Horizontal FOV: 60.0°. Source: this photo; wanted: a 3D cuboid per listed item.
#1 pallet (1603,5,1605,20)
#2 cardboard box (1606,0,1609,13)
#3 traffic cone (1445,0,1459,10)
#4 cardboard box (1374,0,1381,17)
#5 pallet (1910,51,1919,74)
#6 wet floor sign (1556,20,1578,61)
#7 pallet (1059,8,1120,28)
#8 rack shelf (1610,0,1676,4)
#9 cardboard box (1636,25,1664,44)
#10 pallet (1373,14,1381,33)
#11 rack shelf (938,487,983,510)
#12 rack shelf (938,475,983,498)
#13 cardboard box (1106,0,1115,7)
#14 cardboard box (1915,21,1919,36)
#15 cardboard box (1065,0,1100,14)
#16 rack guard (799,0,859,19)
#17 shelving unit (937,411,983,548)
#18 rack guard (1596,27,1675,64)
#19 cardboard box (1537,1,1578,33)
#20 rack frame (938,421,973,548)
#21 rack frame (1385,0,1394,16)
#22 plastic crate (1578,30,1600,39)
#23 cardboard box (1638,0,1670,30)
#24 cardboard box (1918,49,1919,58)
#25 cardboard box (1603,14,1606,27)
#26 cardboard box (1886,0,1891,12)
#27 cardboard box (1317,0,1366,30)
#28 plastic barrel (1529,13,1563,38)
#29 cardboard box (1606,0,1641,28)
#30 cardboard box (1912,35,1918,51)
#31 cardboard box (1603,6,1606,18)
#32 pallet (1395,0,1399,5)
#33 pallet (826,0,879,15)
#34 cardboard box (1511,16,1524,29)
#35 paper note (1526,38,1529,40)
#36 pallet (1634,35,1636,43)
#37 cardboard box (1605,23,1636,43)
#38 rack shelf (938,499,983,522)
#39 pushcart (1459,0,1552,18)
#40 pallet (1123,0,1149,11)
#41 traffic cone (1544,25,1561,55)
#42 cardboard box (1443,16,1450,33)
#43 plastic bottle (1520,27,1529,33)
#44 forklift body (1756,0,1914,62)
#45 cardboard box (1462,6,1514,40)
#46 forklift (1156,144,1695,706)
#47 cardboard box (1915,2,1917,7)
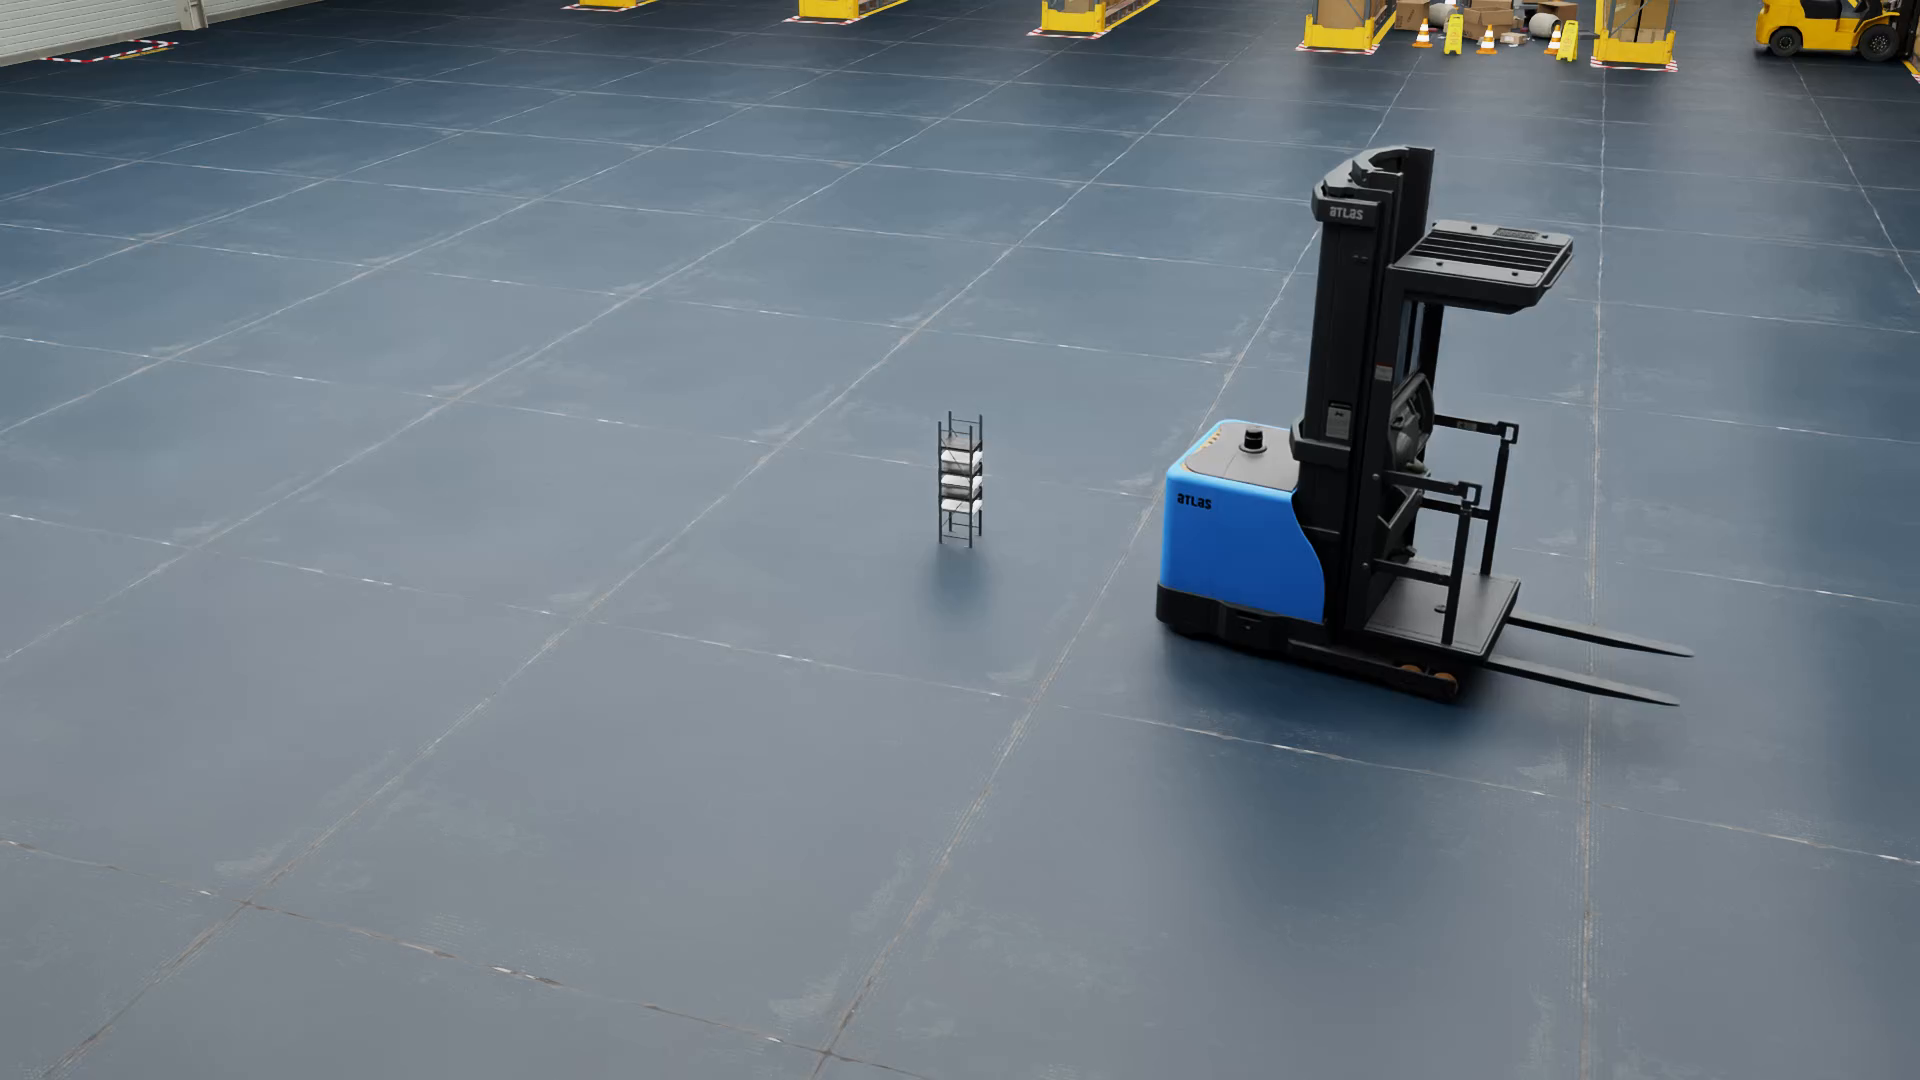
[{"bbox_3d":[13.038,-10.203,32.305,1.003,0.211,1.213,9,27,17],"label":"pallet"},{"bbox_3d":[11.814,-9.572,29.614,0.500,0.500,0.500,8,27,16],"label":"cardboard box"},{"bbox_3d":[9.949,-11.005,33.672,0.336,0.463,0.334,9,27,17],"label":"traffic cone"},{"bbox_3d":[7.507,-10.428,31.526,0.875,0.875,0.875,9,27,18],"label":"cardboard box"},{"bbox_3d":[16.346,-7.842,27.427,1.003,0.211,1.213,9,27,17],"label":"pallet"},{"bbox_3d":[10.377,-8.512,28.314,0.267,0.644,0.232,20,32,35],"label":"wet floor sign"},{"bbox_3d":[2.433,-10.037,31.961,1.003,0.211,1.213,9,27,17],"label":"pallet"},{"bbox_3d":[12.114,-9.993,29.496,1.077,0.370,4.000,9,27,17],"label":"rack shelf"},{"bbox_3d":[11.978,-8.737,28.751,0.500,0.250,0.500,9,27,17],"label":"cardboard box"},{"bbox_3d":[7.347,-9.755,31.380,1.003,0.211,1.213,9,27,17],"label":"pallet"},{"bbox_3d":[0.003,-0.297,11.338,0.258,0.077,0.200,9,27,17],"label":"rack shelf"},{"bbox_3d":[0.003,-0.378,11.299,0.258,0.077,0.200,9,27,17],"label":"rack shelf"},{"bbox_3d":[2.720,-10.755,32.631,0.500,0.500,0.500,11,28,22],"label":"cardboard box"},{"bbox_3d":[16.327,-8.618,27.930,0.500,0.250,0.500,8,27,16],"label":"cardboard box"},{"bbox_3d":[2.327,-10.250,31.588,0.500,0.500,0.500,14,29,27],"label":"cardboard box"},{"bbox_3d":[-2.586,-10.563,32.716,1.175,0.500,0.348,9,27,17],"label":"rack guard"},{"bbox_3d":[0.003,-0.408,11.284,0.258,0.900,0.210,9,27,17],"label":"shelving unit"},{"bbox_3d":[11.474,-8.401,28.251,1.175,0.500,0.348,9,27,17],"label":"rack guard"},{"bbox_3d":[11.140,-9.771,31.079,0.500,0.500,0.500,-14,29,-27],"label":"cardboard box"},{"bbox_3d":[-0.031,-0.367,11.198,0.240,0.900,0.006,9,27,17],"label":"rack frame"},{"bbox_3d":[8.078,-11.815,32.433,1.000,3.000,0.127,9,27,17],"label":"rack frame"},{"bbox_3d":[11.484,-9.298,30.586,0.402,0.080,0.583,0,26,-1],"label":"plastic crate"},{"bbox_3d":[11.985,-9.085,28.608,0.500,0.500,0.500,8,27,16],"label":"cardboard box"},{"bbox_3d":[15.989,-7.967,27.159,0.500,0.250,0.500,9,27,18],"label":"cardboard box"},{"bbox_3d":[11.813,-9.245,29.799,0.500,0.250,0.500,8,27,16],"label":"cardboard box"},{"bbox_3d":[17.890,-10.074,31.081,0.875,0.625,0.625,8,27,17],"label":"cardboard box"},{"bbox_3d":[6.911,-9.692,30.005,0.875,0.875,0.875,9,27,18],"label":"cardboard box"},{"bbox_3d":[10.708,-9.403,30.409,0.421,0.421,0.512,-14,29,-27],"label":"plastic barrel"},{"bbox_3d":[11.469,-9.151,28.744,0.500,0.500,0.500,9,27,18],"label":"cardboard box"},{"bbox_3d":[16.339,-8.374,28.000,0.500,0.250,0.500,9,27,18],"label":"cardboard box"},{"bbox_3d":[12.329,-9.887,31.124,0.500,0.250,0.500,7,27,15],"label":"cardboard box"},{"bbox_3d":[8.668,-11.391,34.757,1.003,0.211,1.213,9,27,17],"label":"pallet"},{"bbox_3d":[-2.311,-10.766,33.467,1.003,0.211,1.213,9,27,17],"label":"pallet"},{"bbox_3d":[10.485,-9.884,31.584,0.258,0.266,0.396,-9,27,-18],"label":"cardboard box"},{"bbox_3d":[10.310,-9.158,30.365,0.148,0.019,0.142,20,32,35],"label":"paper note"},{"bbox_3d":[11.778,-8.600,28.992,1.003,0.211,1.213,9,27,17],"label":"pallet"},{"bbox_3d":[11.472,-8.827,28.936,0.500,0.250,0.500,9,27,17],"label":"cardboard box"},{"bbox_3d":[0.003,-0.216,11.377,0.258,0.077,0.200,9,27,17],"label":"rack shelf"},{"bbox_3d":[10.613,-10.268,32.248,1.648,0.377,0.936,0,26,-1],"label":"pushcart"},{"bbox_3d":[3.245,-11.039,34.032,1.003,0.211,1.213,9,27,17],"label":"pallet"},{"bbox_3d":[10.375,-8.717,28.946,0.336,0.463,0.334,9,27,17],"label":"traffic cone"},{"bbox_3d":[9.243,-9.611,31.018,0.396,0.266,0.258,14,29,26],"label":"cardboard box"},{"bbox_3d":[10.582,-9.557,31.143,0.133,0.061,0.283,14,29,26],"label":"plastic bottle"},{"bbox_3d":[15.041,-9.438,28.499,2.313,2.155,1.214,9,27,17],"label":"forklift body"},{"bbox_3d":[9.646,-9.460,30.434,0.797,0.503,0.637,-9,27,-18],"label":"cardboard box"},{"bbox_3d":[2.761,-0.653,9.460,3.031,2.935,1.130,13,29,25],"label":"forklift"},{"bbox_3d":[16.489,-9.039,28.226,0.500,0.250,0.500,8,27,16],"label":"cardboard box"}]
